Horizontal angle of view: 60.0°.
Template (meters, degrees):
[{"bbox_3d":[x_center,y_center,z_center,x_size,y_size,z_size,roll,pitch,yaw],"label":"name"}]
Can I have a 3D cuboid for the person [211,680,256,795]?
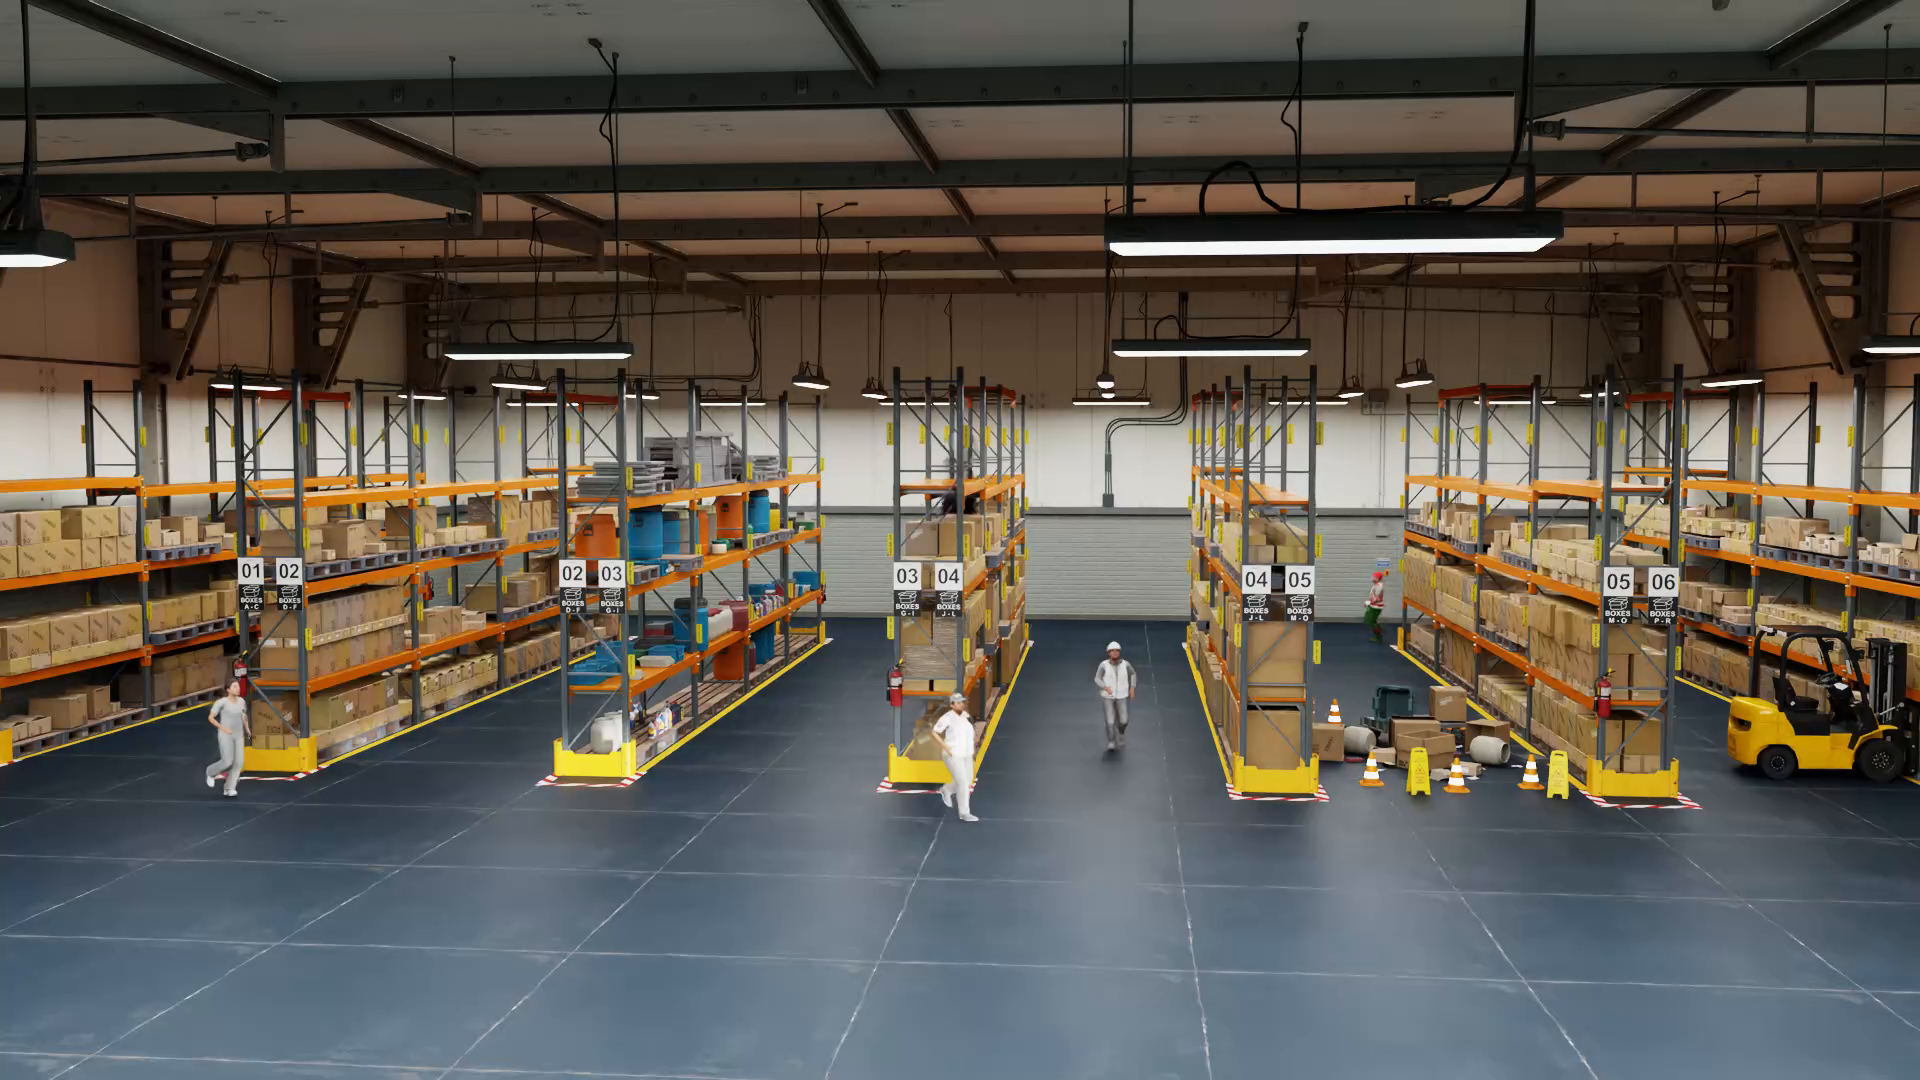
[{"bbox_3d":[-10.156,2.759,23.258,0.547,1.610,0.579,2,4,35],"label":"person"}]

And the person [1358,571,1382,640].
[{"bbox_3d":[10.018,1.591,40.475,0.594,1.690,0.702,0,4,5],"label":"person"}]

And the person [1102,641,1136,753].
[{"bbox_3d":[2.535,2.497,26.331,0.573,1.793,0.692,0,4,-3],"label":"person"}]

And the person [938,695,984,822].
[{"bbox_3d":[0.009,2.838,21.765,0.613,1.619,0.688,-3,5,-43],"label":"person"}]
